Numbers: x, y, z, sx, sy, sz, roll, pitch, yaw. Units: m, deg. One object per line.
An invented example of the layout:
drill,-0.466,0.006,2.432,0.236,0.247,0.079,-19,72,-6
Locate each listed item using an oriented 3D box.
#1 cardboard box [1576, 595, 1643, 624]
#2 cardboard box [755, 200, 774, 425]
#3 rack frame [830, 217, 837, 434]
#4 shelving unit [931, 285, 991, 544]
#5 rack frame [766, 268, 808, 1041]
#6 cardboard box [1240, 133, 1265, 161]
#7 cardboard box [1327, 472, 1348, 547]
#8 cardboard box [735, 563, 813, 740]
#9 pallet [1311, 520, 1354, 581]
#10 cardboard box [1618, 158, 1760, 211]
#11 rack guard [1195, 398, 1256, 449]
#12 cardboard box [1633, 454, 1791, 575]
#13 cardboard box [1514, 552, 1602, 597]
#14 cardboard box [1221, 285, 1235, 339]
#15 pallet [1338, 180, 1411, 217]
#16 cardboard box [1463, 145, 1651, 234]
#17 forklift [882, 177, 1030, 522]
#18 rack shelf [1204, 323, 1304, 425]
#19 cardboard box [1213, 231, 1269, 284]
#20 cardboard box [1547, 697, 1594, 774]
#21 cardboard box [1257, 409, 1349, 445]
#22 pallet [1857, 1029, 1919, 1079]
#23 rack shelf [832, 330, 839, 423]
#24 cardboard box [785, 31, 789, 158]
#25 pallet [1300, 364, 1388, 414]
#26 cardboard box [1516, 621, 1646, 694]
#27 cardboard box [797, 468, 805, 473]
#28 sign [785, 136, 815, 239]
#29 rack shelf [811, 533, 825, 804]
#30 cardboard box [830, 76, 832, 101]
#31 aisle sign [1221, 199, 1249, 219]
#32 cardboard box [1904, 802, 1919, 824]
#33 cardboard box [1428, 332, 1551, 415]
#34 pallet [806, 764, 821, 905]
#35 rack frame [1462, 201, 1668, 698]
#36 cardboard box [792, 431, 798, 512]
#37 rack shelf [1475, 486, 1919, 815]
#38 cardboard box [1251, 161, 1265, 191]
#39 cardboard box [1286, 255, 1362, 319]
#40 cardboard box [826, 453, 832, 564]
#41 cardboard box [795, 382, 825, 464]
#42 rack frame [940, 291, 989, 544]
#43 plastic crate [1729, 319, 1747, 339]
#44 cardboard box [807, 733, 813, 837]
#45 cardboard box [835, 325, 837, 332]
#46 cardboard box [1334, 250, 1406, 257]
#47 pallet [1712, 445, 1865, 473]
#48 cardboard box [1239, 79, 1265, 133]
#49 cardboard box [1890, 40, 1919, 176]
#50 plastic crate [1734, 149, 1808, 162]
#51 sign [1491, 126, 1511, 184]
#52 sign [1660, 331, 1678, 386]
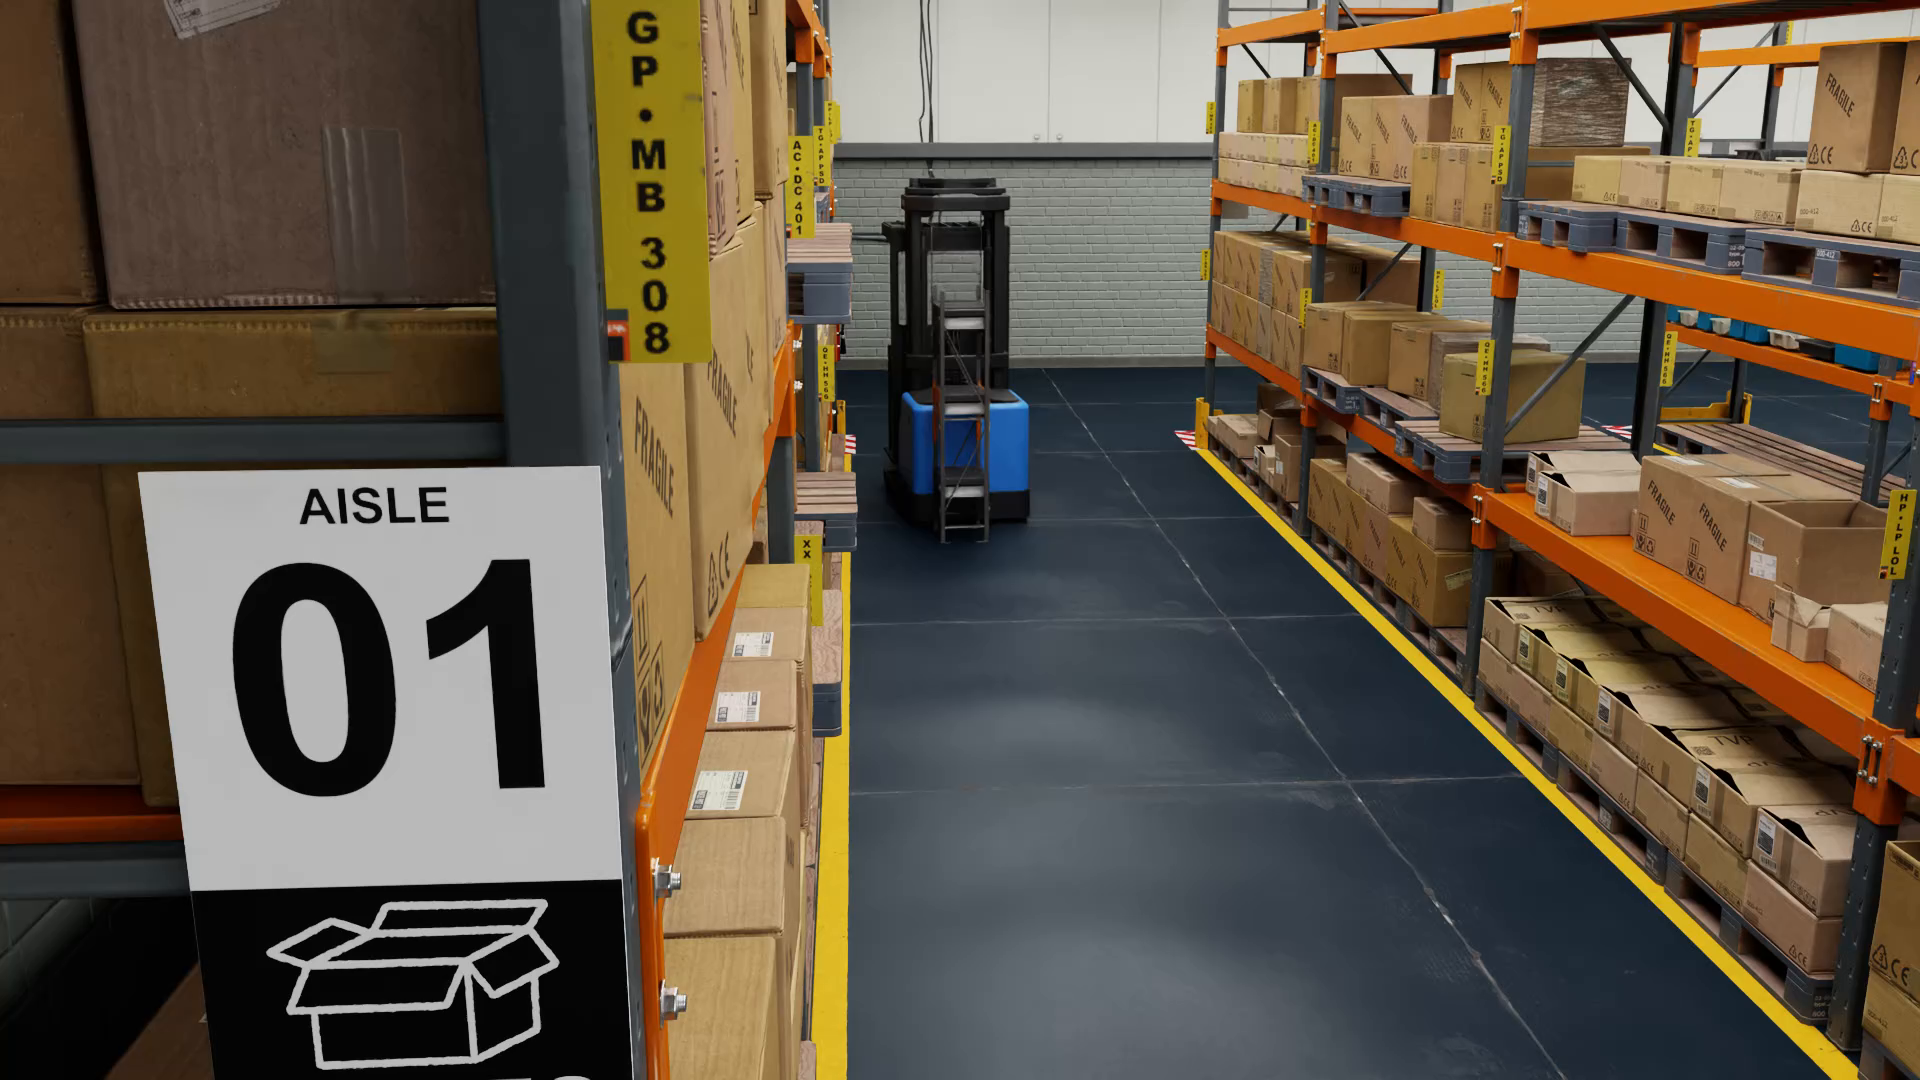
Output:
cardboard box,3.910,0.482,9.685,0.500,0.311,0.500,-1,14,-2
cardboard box,-0.696,-0.555,3.903,0.500,0.500,0.500,-1,15,-6
rack frame,-1.808,-2.414,17.388,1.000,3.000,0.127,-1,14,-3
shelving unit,0.006,-1.050,13.894,0.431,2.100,0.503,-2,15,-8
rack frame,-1.065,0.571,5.788,1.000,3.000,0.127,-1,14,-3
cardboard box,2.969,-3.733,15.792,0.500,0.250,0.500,-1,14,-3
cardboard box,3.214,-0.242,13.082,0.500,0.500,0.500,-1,14,-3
cardboard box,-0.727,0.383,5.273,0.500,0.500,0.500,-1,14,-4
pallet,3.472,0.056,13.386,1.003,0.211,1.213,-1,14,-3
cardboard box,3.766,-1.843,8.607,0.500,0.250,0.500,0,14,-2
rack guard,3.140,-1.262,17.926,1.175,0.500,0.348,-1,14,-3
cardboard box,3.752,-0.133,8.322,0.500,0.500,0.500,-2,15,-6
cardboard box,3.888,0.378,10.669,0.500,0.500,0.500,0,14,-1
cardboard box,2.937,-2.297,16.733,0.500,0.500,0.500,-1,14,-4
pallet,3.421,-2.437,11.835,1.213,0.211,1.003,-1,14,-3
cardboard box,3.571,-2.111,9.989,0.910,0.500,0.500,-1,14,-3
forklift,-0.131,-1.898,15.520,1.130,2.935,3.031,-2,15,-9
rack shelf,3.260,-1.645,15.845,1.077,0.370,4.000,-1,14,-3
cardboard box,2.900,-2.909,17.107,0.500,0.500,0.500,0,14,-2
cardboard box,3.441,1.016,8.734,0.500,0.250,0.500,-1,14,-5
cardboard box,3.262,-0.968,15.894,0.797,0.503,0.637,-1,14,-3
pallet,3.887,2.042,5.665,1.003,0.211,1.213,-1,14,-3
rack shelf,-1.684,-1.568,15.544,1.077,0.370,4.000,-1,14,-3
cardboard box,-0.763,-1.304,4.807,0.500,0.500,0.500,-2,15,-8
pallet,3.324,-1.203,13.067,1.003,0.211,1.213,-1,14,-3
cardboard box,3.412,0.620,9.145,0.500,0.311,0.500,-1,14,-5
cardboard box,-1.102,-0.398,10.016,0.380,0.149,0.250,-1,14,-4
sign,-0.524,-1.143,5.390,0.100,0.325,0.005,-1,14,-3
rack shelf,-1.189,0.422,7.811,1.077,0.370,4.000,-1,14,-3
cardboard box,-1.430,-3.977,15.195,0.500,0.500,0.500,-2,15,-6
aisle sign,2.838,-3.763,17.413,0.394,0.787,0.004,-1,14,-3
cardboard box,4.102,1.243,6.724,0.500,0.311,0.500,-1,14,-3
cardboard box,3.614,-1.139,11.388,0.700,0.500,0.500,2,15,7
pallet,-1.193,1.423,8.070,1.003,0.211,1.213,-1,14,-3
rack frame,3.631,-0.501,9.956,1.000,3.000,0.127,-1,14,-3
cardboard box,-1.212,-0.430,8.595,0.700,0.500,0.500,-2,15,-9
rack shelf,3.755,0.344,8.112,1.077,0.370,4.000,-1,14,-3
cardboard box,3.002,-3.366,15.371,0.500,0.250,0.500,-1,14,-3
cardboard box,3.094,-2.151,14.158,0.500,0.500,0.500,-1,14,-3
cardboard box,-1.332,-0.200,12.257,0.750,0.750,0.750,0,14,-2
cardboard box,-1.087,-0.751,10.088,0.500,0.500,0.500,0,14,-2
rack frame,0.039,-0.990,13.660,0.400,2.100,0.015,-2,15,-8
plastic crate,7.848,-2.121,16.464,0.416,0.233,0.300,-1,14,-3
cardboard box,-0.733,0.747,5.365,0.500,0.250,0.500,-1,14,-3
cardboard box,-1.767,-2.432,16.858,0.980,0.700,0.700,0,14,-1
cardboard box,3.603,-2.279,14.656,0.500,0.500,0.500,-1,14,-5
pallet,8.165,-0.708,16.354,1.003,0.211,1.213,-1,14,-3
cardboard box,3.130,-4.223,16.194,0.700,0.500,0.500,-1,14,-3
cardboard box,3.880,-1.607,6.187,0.500,0.500,0.500,-1,14,-3
plastic crate,7.900,-3.605,16.123,0.504,0.338,0.767,-1,14,-3
sign,3.090,-2.197,9.487,0.100,0.325,0.005,-1,14,-3
sign,4.185,-1.072,9.848,0.100,0.325,0.005,-1,14,-3
